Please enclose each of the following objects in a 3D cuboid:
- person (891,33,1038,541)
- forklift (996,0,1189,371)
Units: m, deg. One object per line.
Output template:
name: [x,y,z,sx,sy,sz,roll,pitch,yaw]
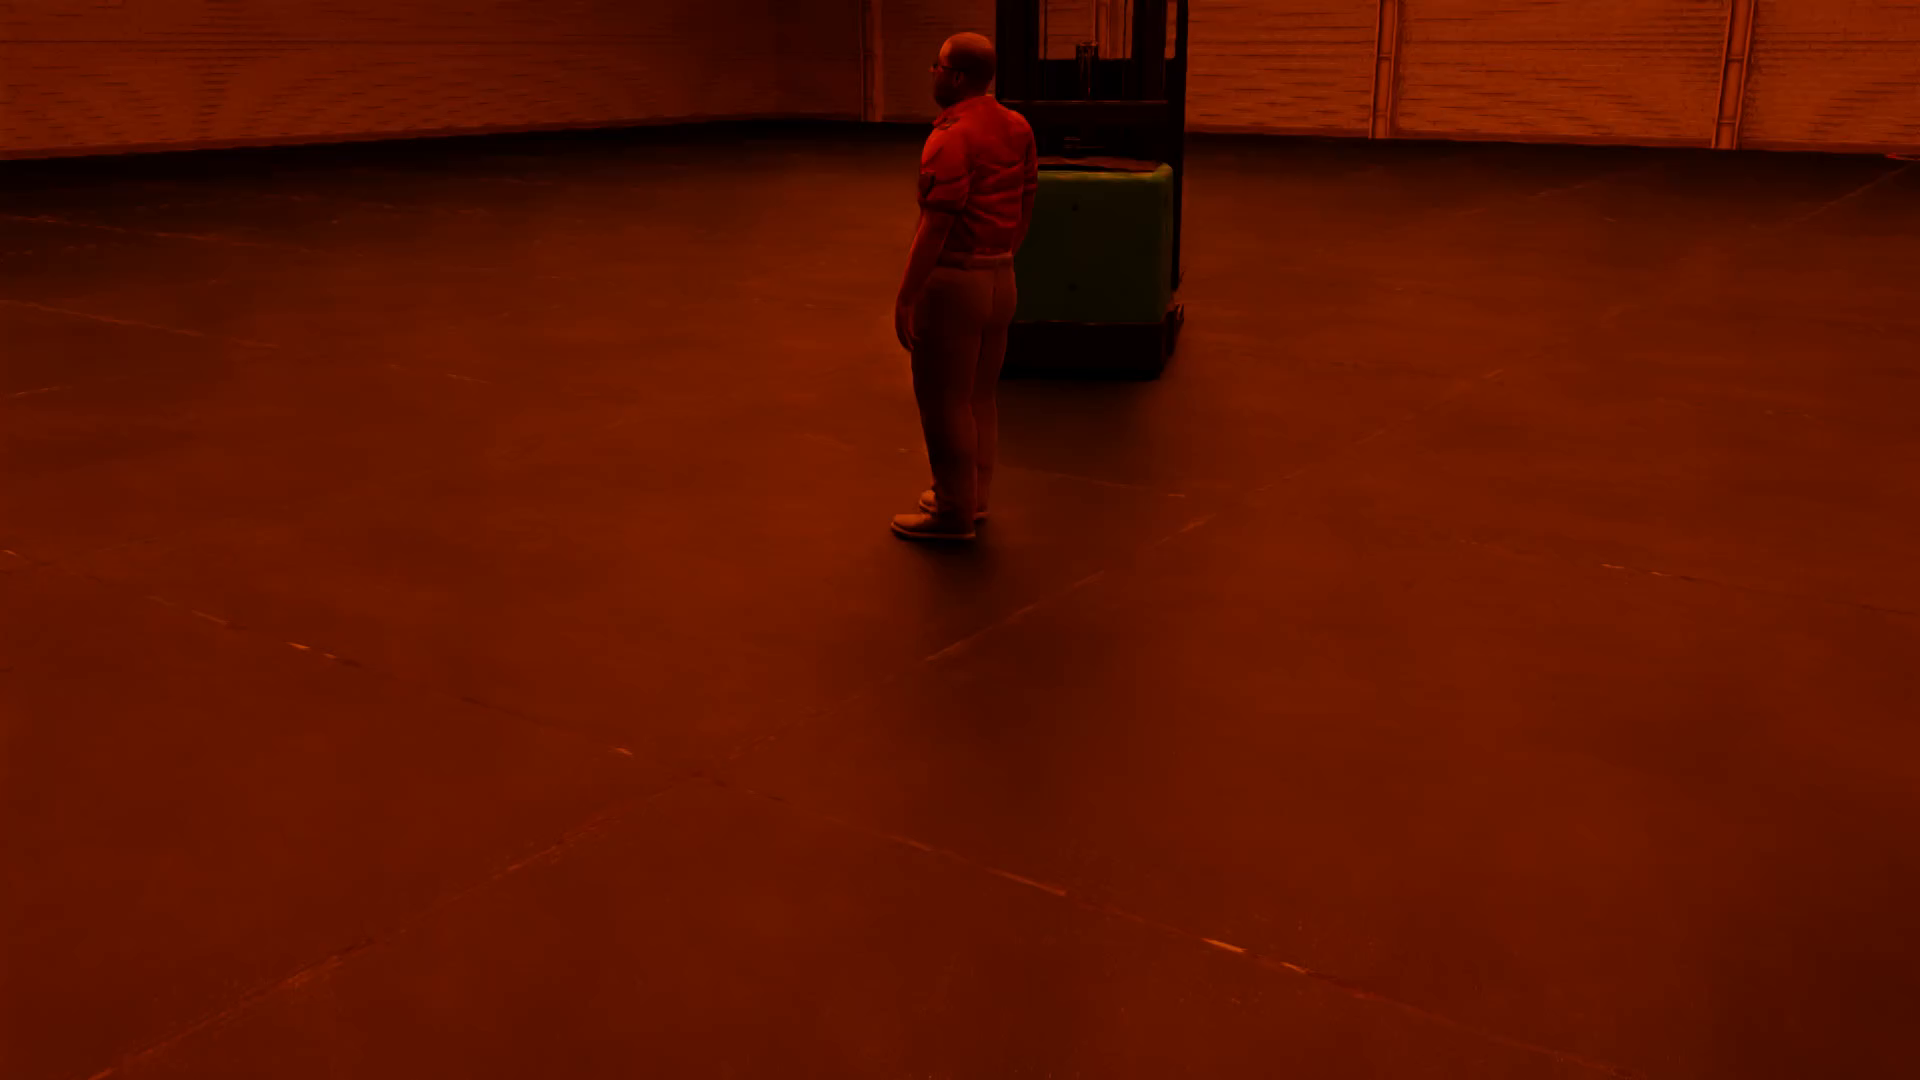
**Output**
person: [-0.067,-0.853,5.757,0.550,1.726,0.640,11,20,33]
forklift: [0.793,-2.673,9.772,1.130,2.935,3.031,3,17,10]
